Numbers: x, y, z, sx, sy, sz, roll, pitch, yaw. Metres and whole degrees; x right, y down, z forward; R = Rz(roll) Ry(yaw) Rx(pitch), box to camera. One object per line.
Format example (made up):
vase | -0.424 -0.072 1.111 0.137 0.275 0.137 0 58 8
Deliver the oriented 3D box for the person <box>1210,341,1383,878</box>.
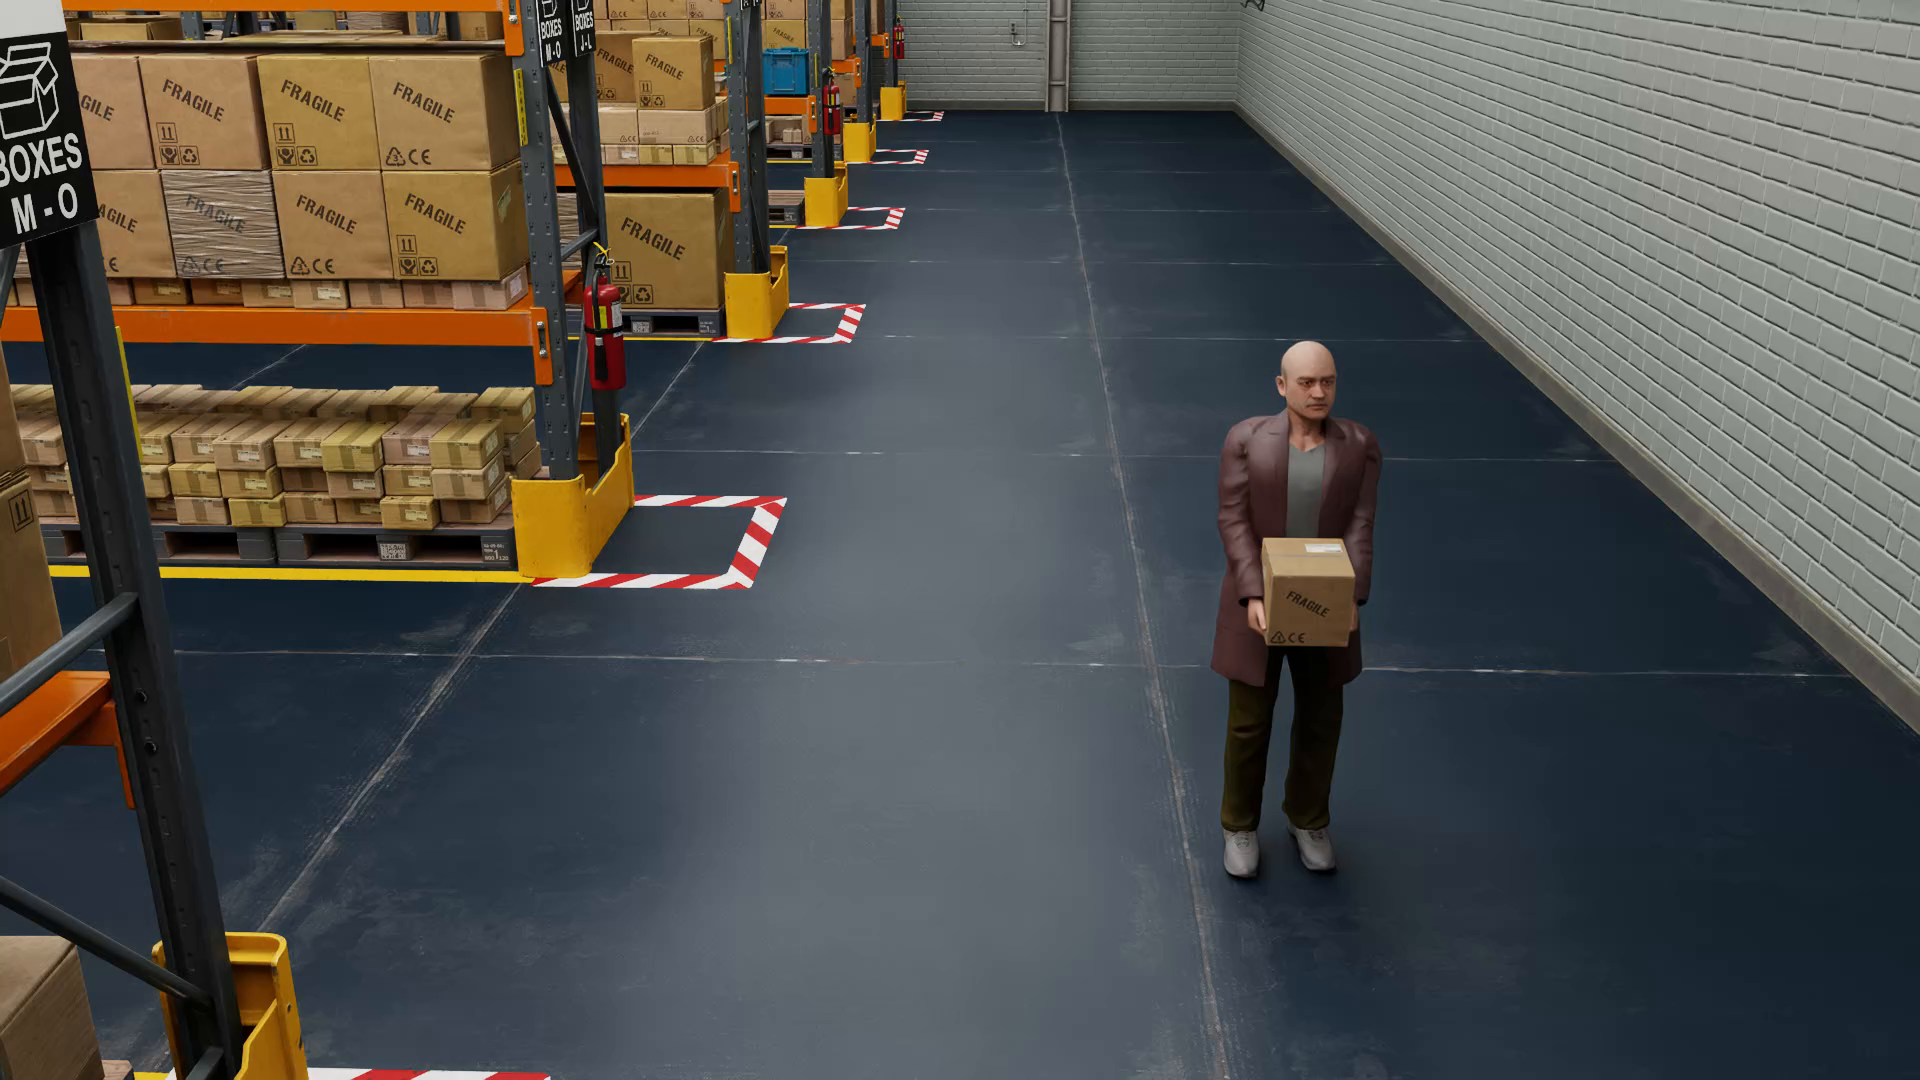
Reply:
person | 1.088 0.264 5.400 0.525 1.776 0.554 1 20 2
